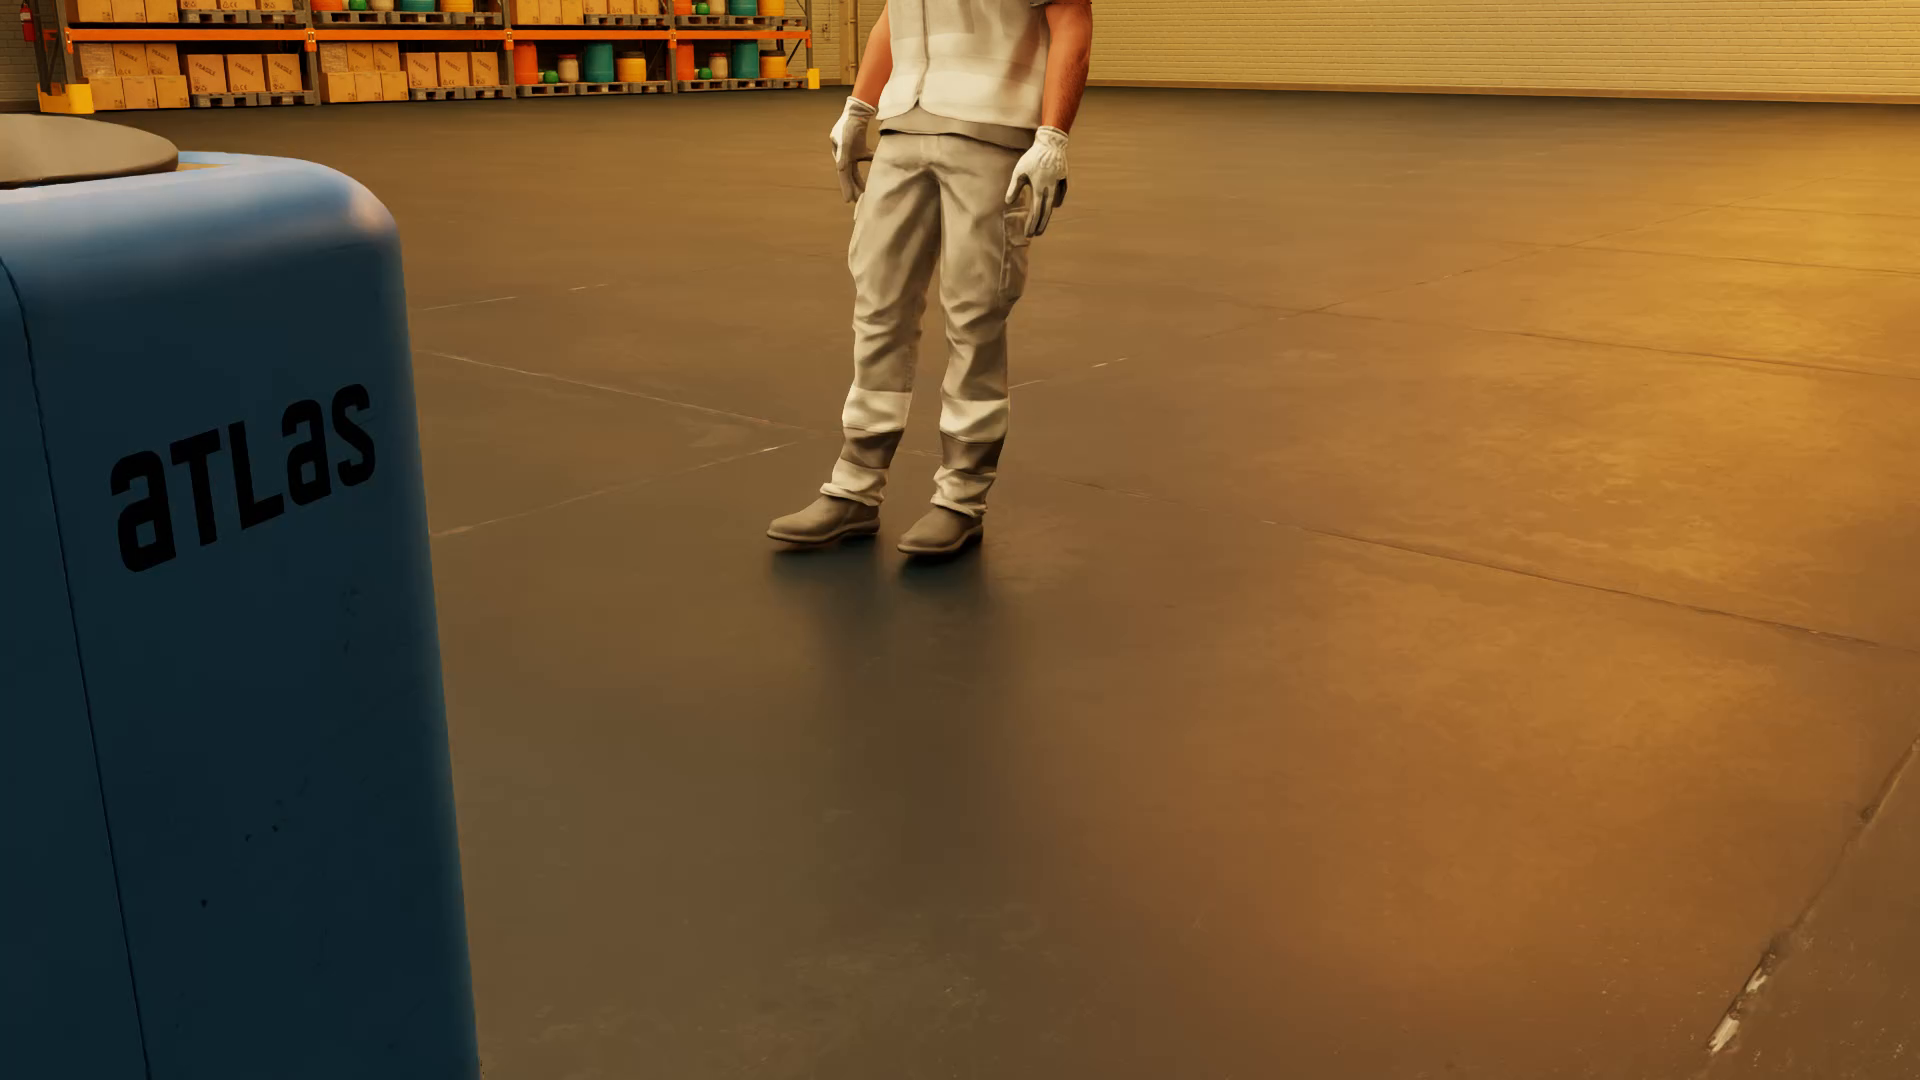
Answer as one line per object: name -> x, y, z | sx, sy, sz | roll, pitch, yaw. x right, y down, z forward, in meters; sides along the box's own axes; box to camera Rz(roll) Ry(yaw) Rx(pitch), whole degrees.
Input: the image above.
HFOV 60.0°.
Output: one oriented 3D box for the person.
person -> -0.060, -0.846, 3.627 | 0.638, 1.789, 0.562 | 13, 21, 37
